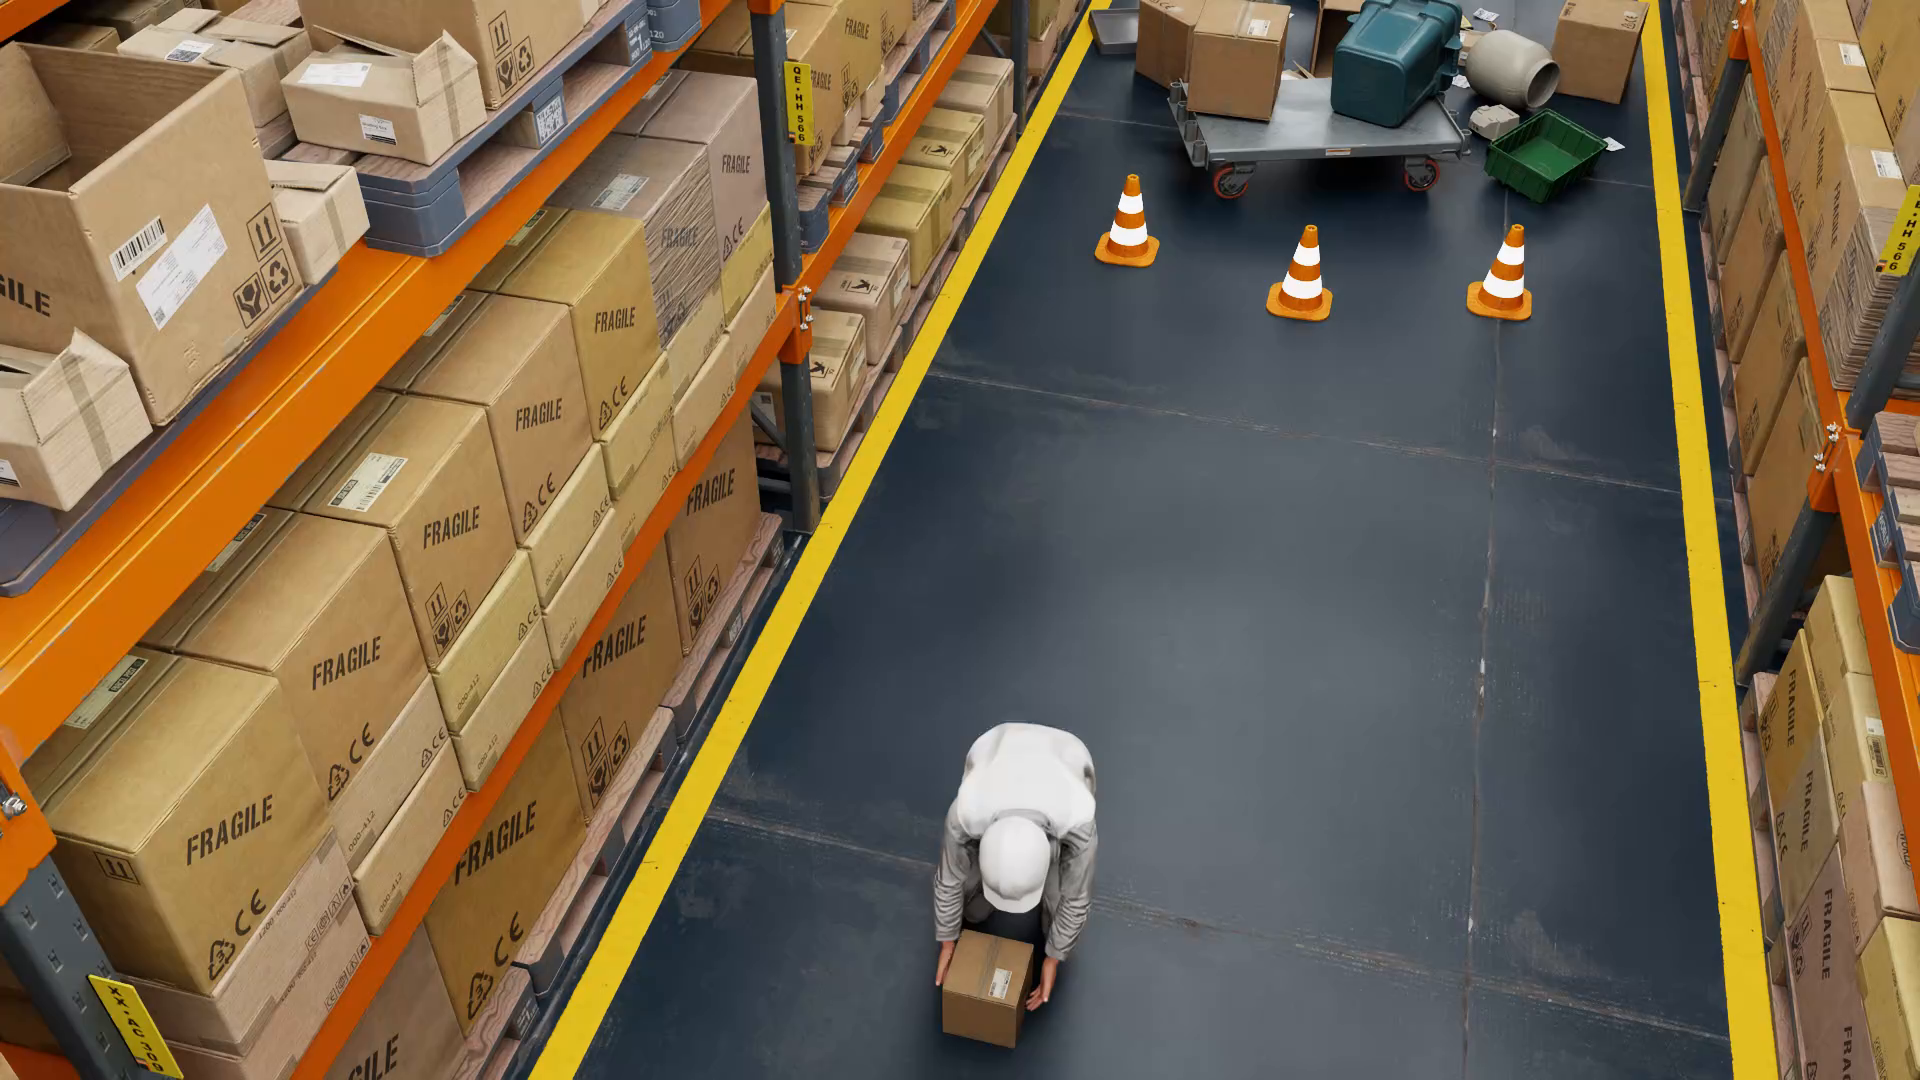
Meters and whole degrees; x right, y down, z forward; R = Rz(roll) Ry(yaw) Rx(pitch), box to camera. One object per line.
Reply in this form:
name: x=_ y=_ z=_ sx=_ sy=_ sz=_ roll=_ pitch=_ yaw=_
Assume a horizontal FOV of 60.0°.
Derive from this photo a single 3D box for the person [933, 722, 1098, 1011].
person: x=0.209 y=1.028 z=5.568 sx=0.537 sy=0.964 sz=0.908 roll=10 pitch=42 yaw=11
